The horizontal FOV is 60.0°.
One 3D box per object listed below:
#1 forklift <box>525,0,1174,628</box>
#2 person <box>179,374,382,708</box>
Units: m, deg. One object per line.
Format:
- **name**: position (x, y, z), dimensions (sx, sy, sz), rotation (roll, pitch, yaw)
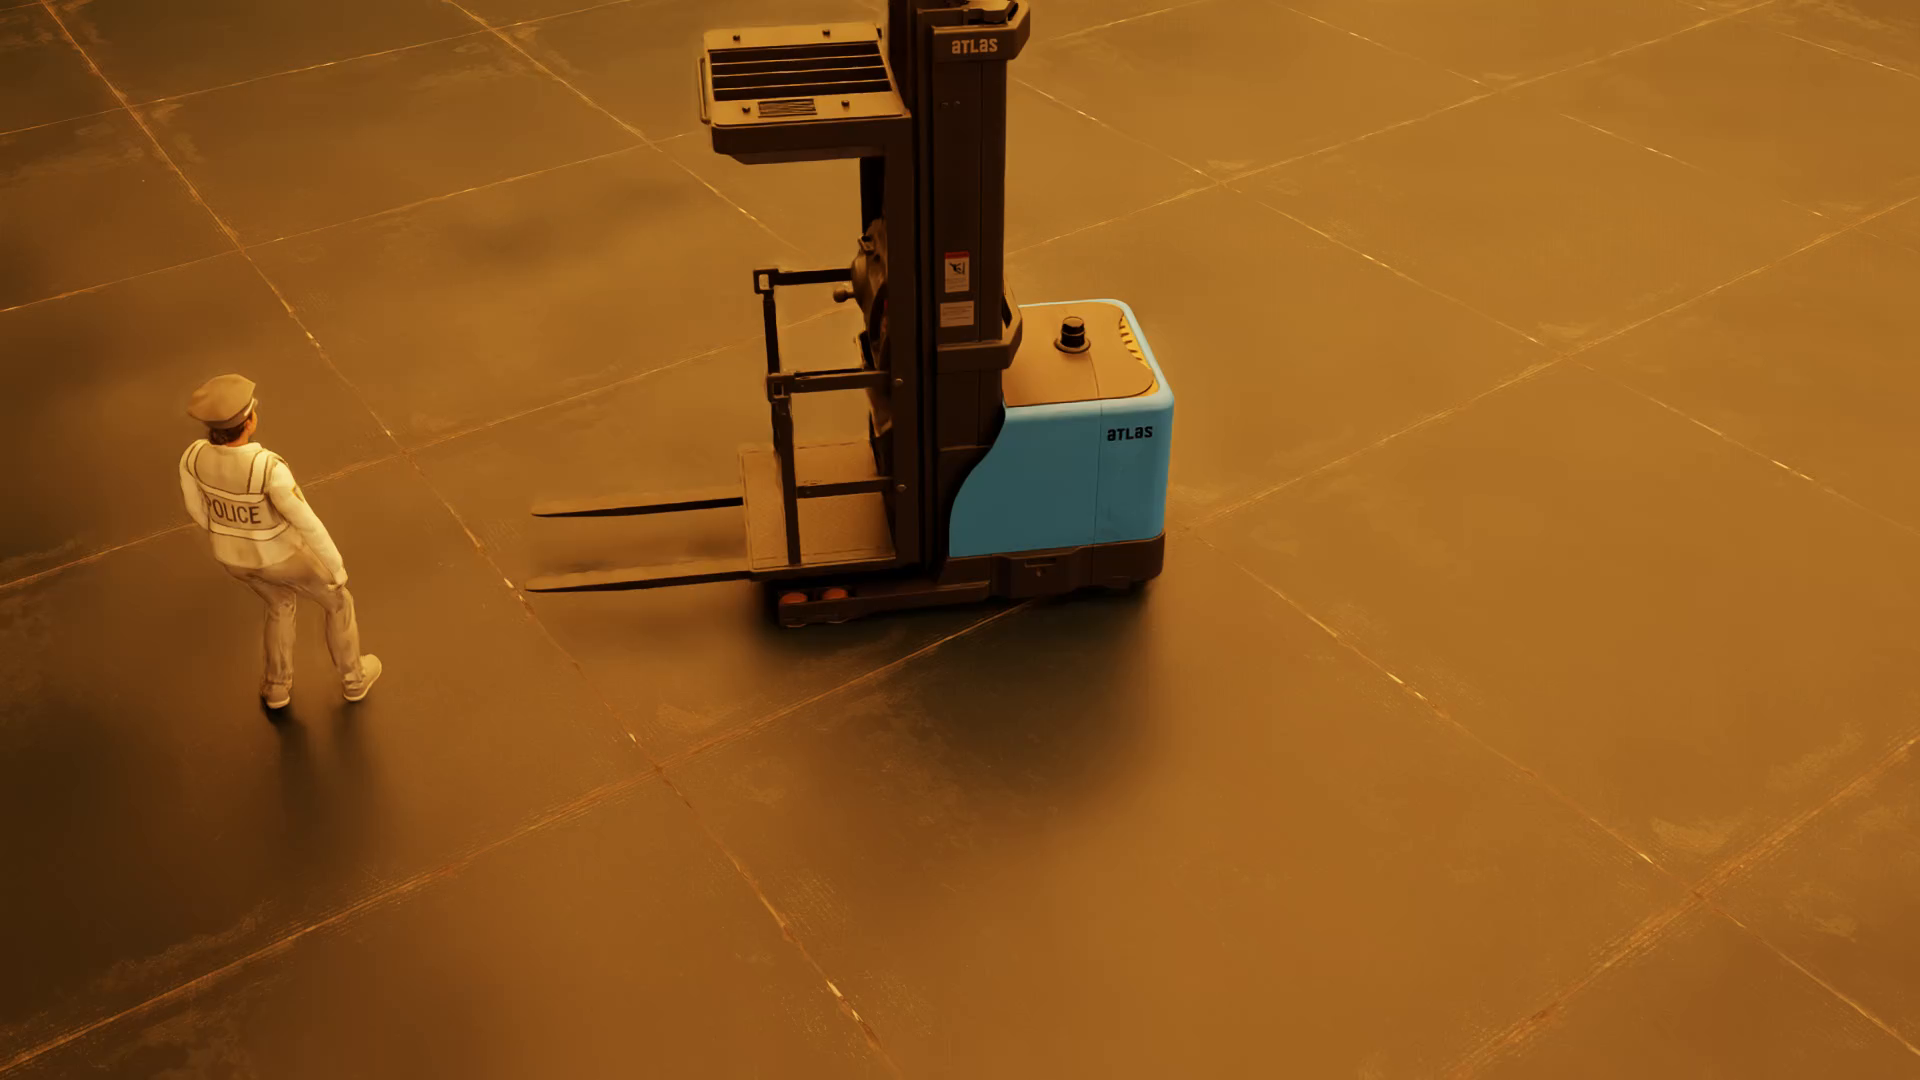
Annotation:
- **forklift**: position (-0.578, -1.103, 7.437), dimensions (3.031, 2.935, 1.130), rotation (-5, 37, -7)
- **person**: position (-2.879, 0.017, 7.029), dimensions (0.640, 1.641, 0.452), rotation (8, 37, 11)
